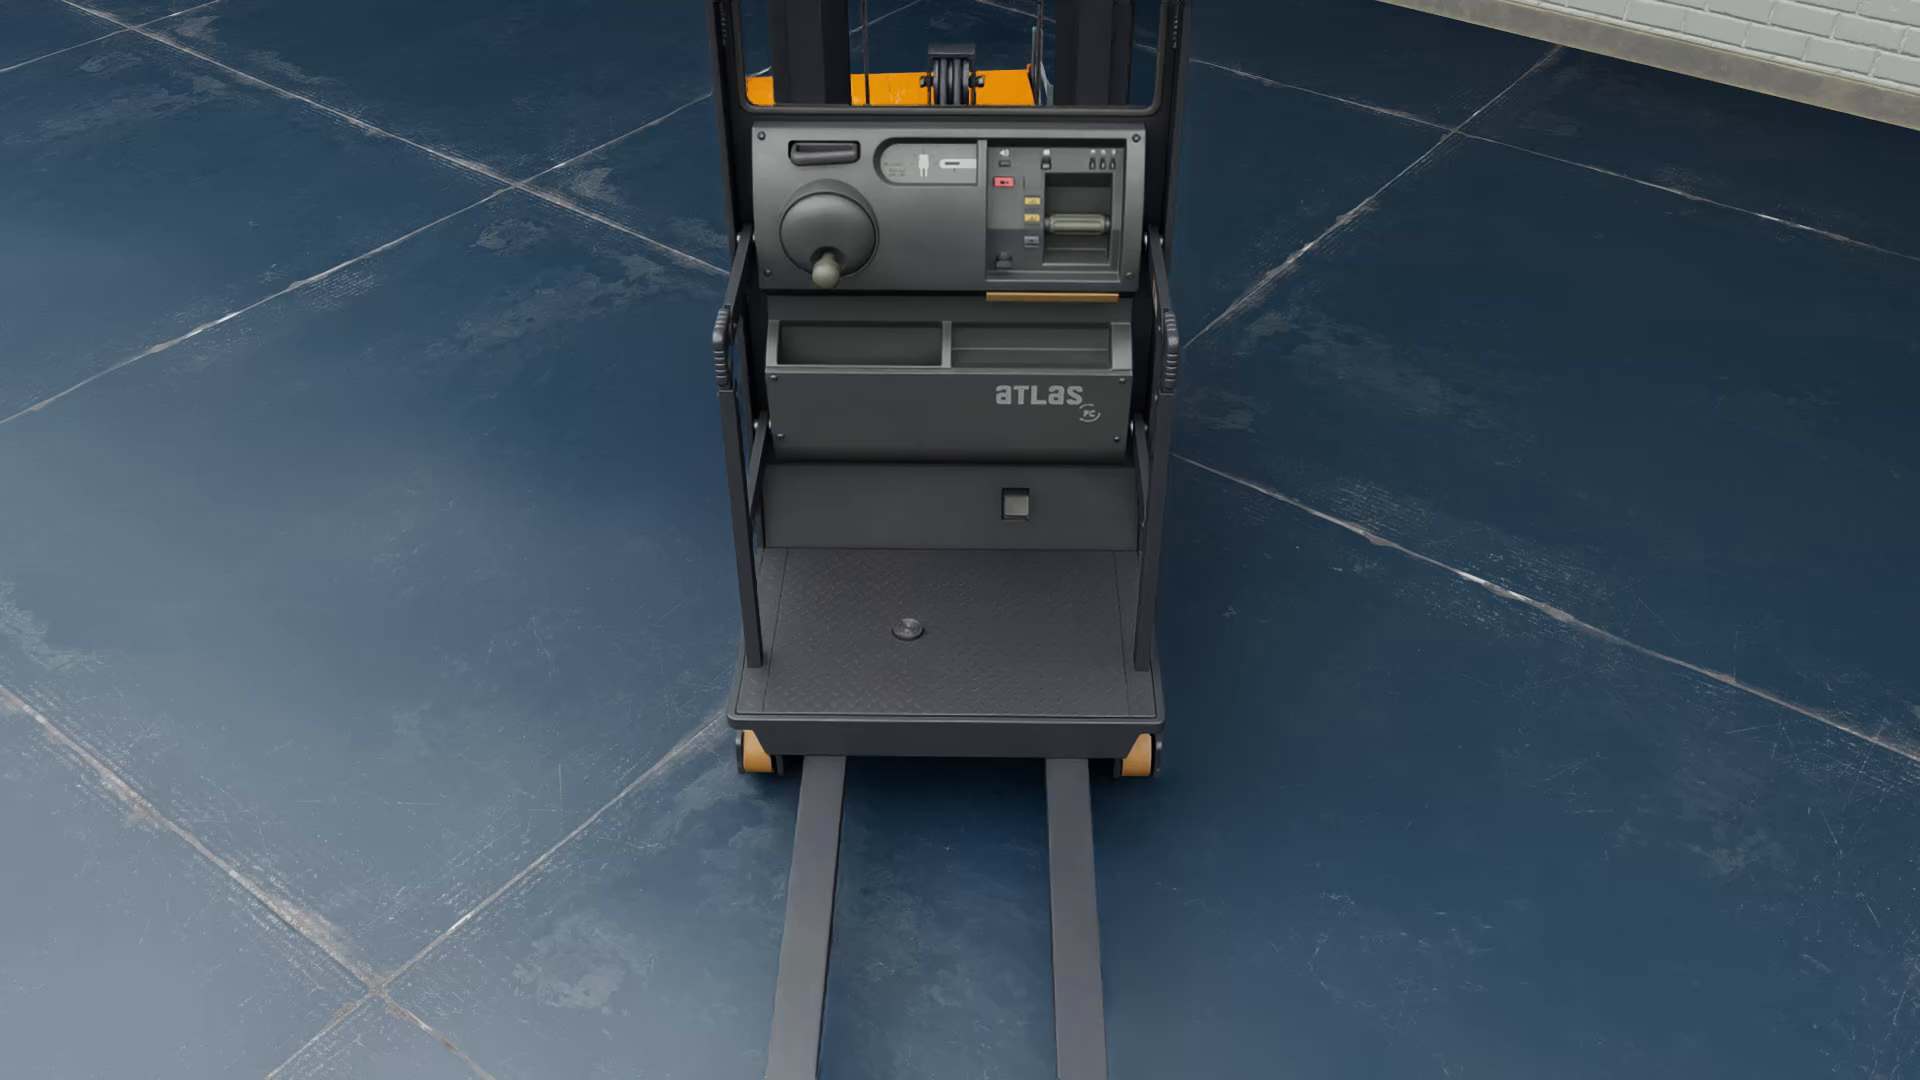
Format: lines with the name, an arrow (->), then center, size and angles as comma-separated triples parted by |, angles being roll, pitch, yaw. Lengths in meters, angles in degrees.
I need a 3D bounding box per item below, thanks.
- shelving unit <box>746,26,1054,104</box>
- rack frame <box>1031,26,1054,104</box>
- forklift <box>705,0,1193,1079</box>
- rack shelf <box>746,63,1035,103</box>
shelving unit -> -0.228, -1.129, 5.778 | 1.048, 1.125, 0.538 | -2, 38, -3
rack frame -> 0.279, -1.151, 5.806 | 0.032, 1.125, 0.500 | -2, 38, -3
forklift -> -0.028, -0.719, 3.791 | 1.130, 2.935, 3.031 | 0, 38, 1
rack shelf -> -0.228, -1.359, 5.598 | 1.000, 0.278, 0.538 | -2, 38, -3
